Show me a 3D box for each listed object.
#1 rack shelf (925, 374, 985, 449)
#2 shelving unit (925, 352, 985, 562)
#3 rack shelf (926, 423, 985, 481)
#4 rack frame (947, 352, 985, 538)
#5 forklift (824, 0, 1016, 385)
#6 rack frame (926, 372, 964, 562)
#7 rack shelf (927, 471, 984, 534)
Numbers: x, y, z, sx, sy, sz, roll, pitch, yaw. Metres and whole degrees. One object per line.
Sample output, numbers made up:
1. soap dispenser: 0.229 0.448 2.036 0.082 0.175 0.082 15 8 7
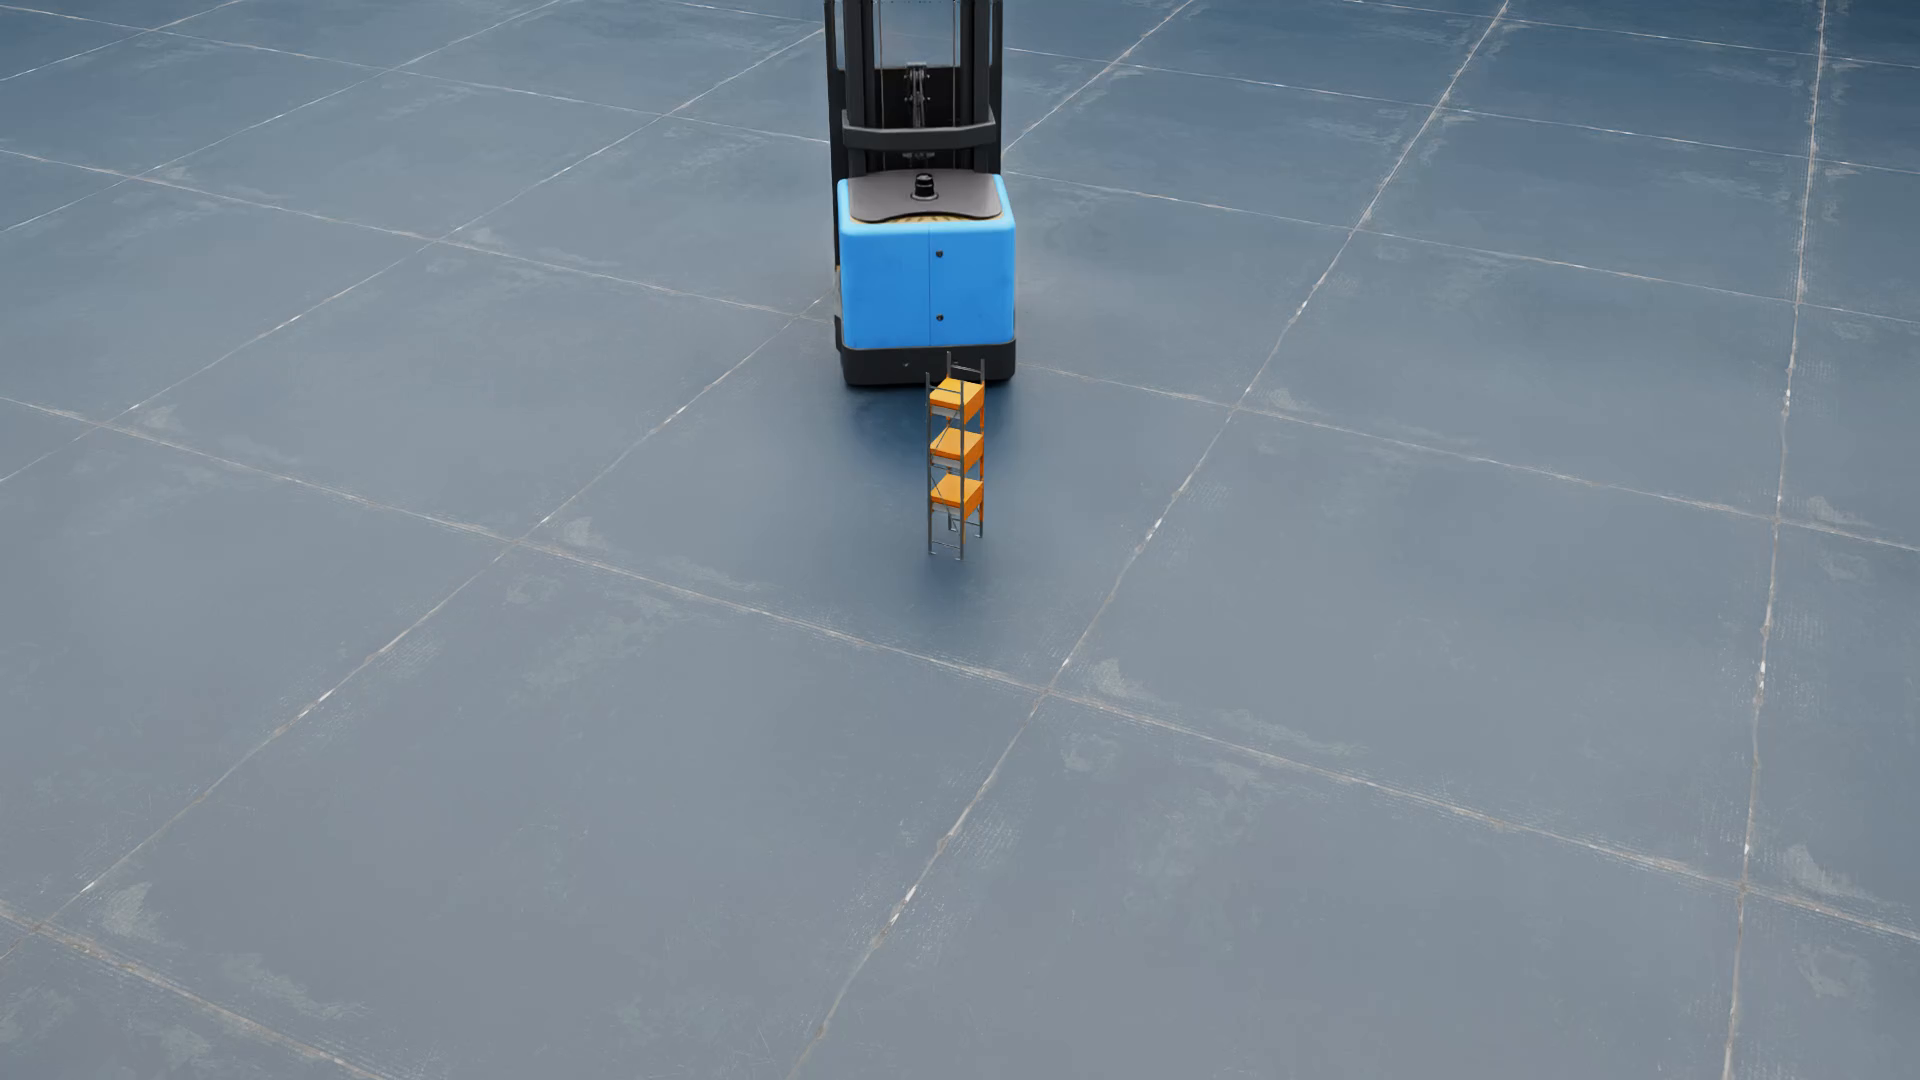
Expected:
1. rack shelf: -0.022 -0.641 8.272 0.215 0.259 0.240 14 36 20
2. shelving unit: -0.022 -0.412 8.421 0.215 1.050 0.252 14 36 20
3. rack shelf: -0.022 -0.404 8.427 0.215 0.259 0.240 14 36 20
4. rack frame: 0.029 -0.473 8.514 0.200 1.050 0.008 14 36 20
5. forklift: -0.304 -2.948 10.573 1.130 2.935 3.031 -3 33 -4
6. rack frame: -0.073 -0.352 8.329 0.200 1.050 0.008 14 36 20
7. rack shelf: -0.022 -0.171 8.580 0.215 0.259 0.240 14 36 20
